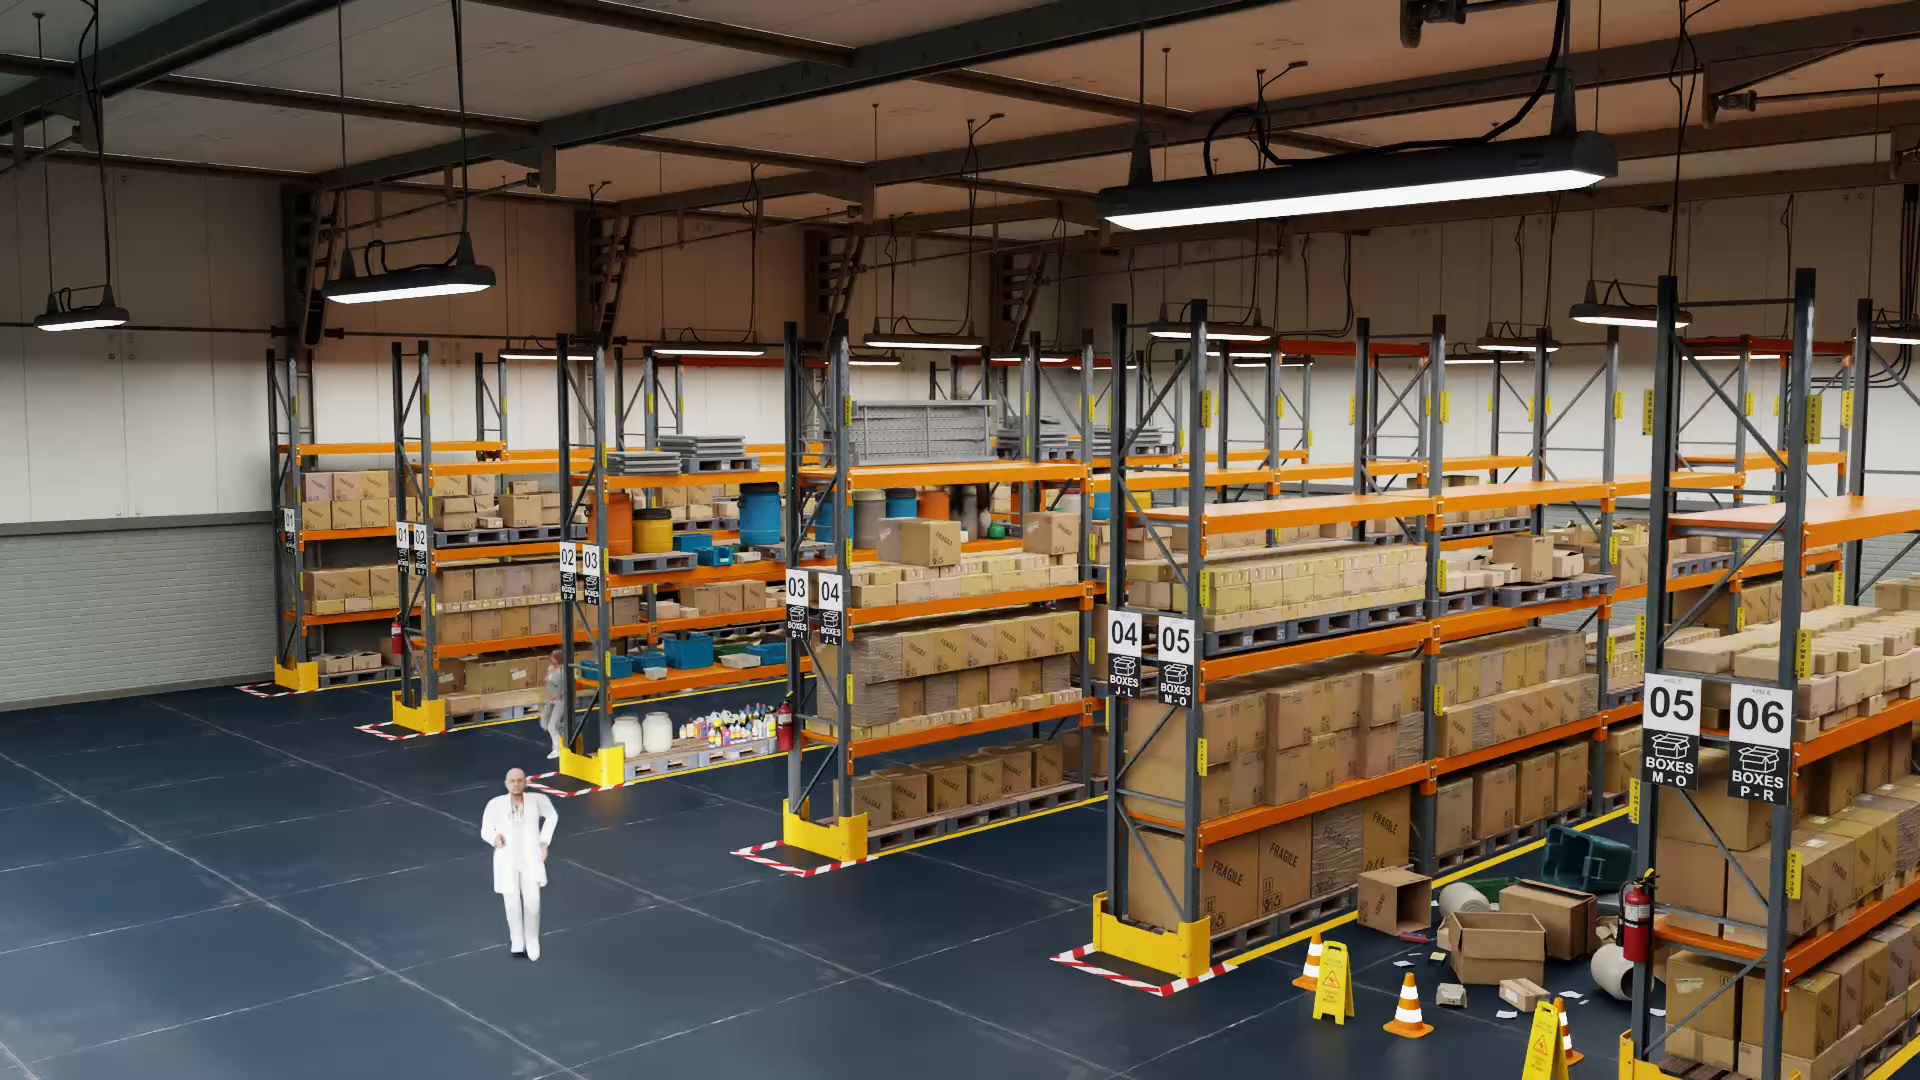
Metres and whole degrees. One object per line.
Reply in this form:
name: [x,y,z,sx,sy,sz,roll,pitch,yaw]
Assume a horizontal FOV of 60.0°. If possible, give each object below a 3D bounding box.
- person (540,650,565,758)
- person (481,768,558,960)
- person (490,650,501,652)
person: [-5.764,2.341,23.878,0.547,1.555,0.565,4,6,38]
person: [-4.027,2.975,15.213,0.674,1.777,0.754,-1,5,-12]
person: [-8.149,1.735,29.301,0.657,1.828,0.829,3,6,35]
